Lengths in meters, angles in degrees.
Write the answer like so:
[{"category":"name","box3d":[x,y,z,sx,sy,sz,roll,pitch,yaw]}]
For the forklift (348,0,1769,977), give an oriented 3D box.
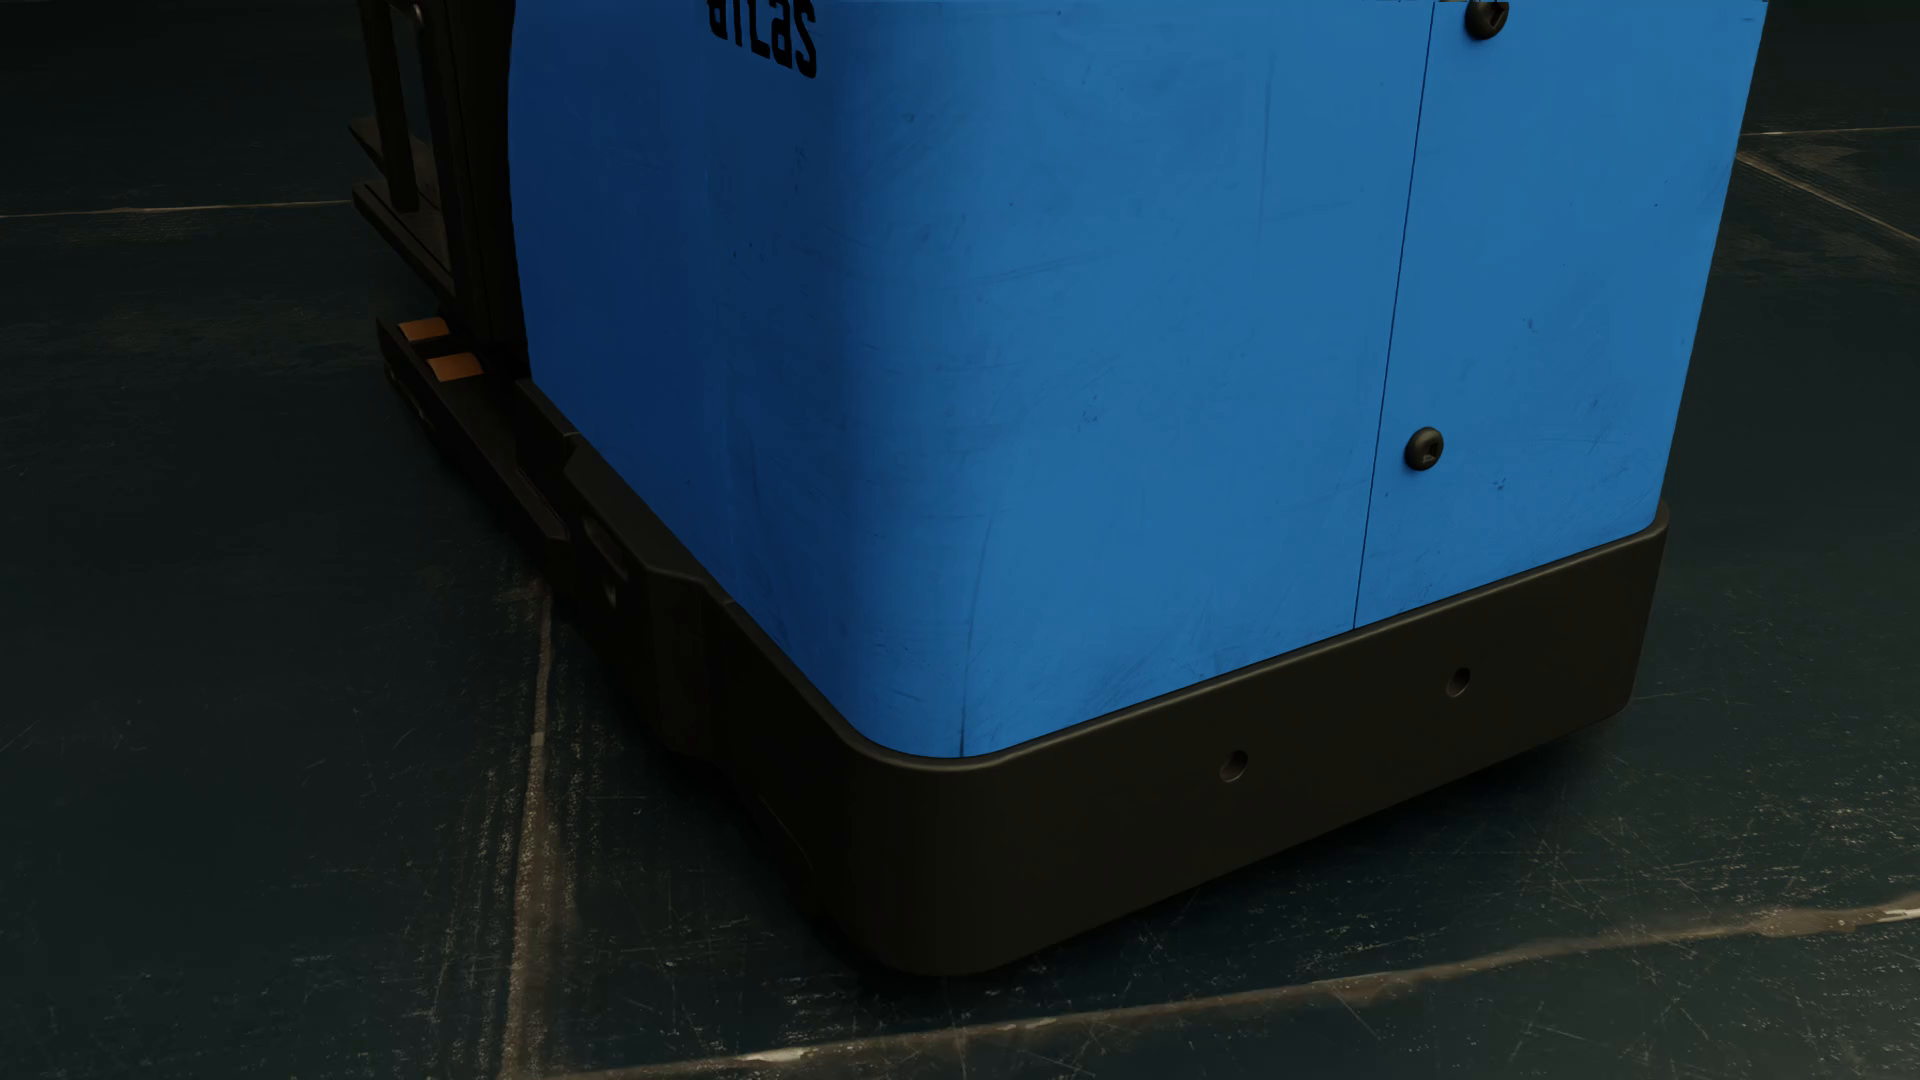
[{"category":"forklift","box3d":[-0.362,-1.537,2.270,1.130,2.935,3.031,-15,32,-26]}]
